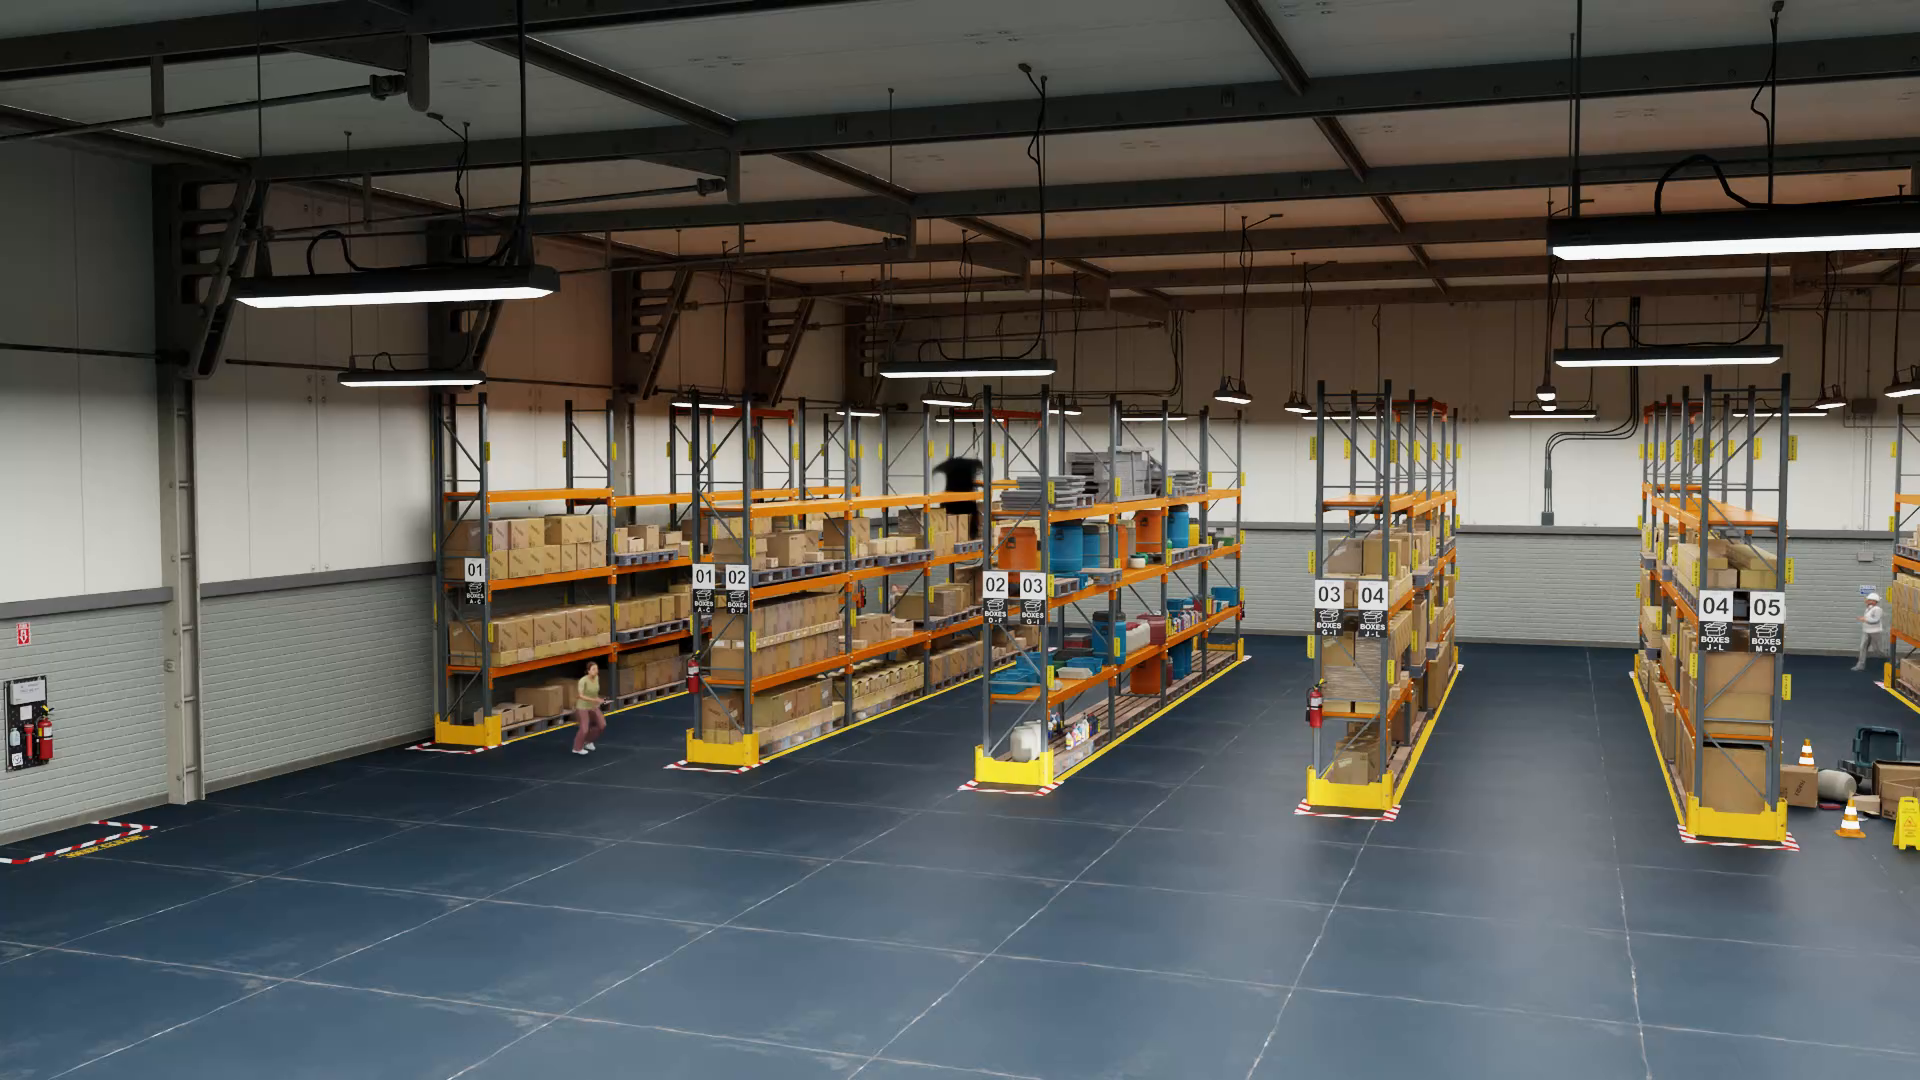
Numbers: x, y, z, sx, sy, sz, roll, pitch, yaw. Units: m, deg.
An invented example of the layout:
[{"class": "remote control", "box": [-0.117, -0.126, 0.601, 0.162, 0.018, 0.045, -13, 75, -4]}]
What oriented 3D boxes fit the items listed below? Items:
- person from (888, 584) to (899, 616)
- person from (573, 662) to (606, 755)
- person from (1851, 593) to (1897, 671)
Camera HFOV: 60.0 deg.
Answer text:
[{"class": "person", "box": [-1.570, 1.925, 42.424, 0.618, 1.586, 0.640, 0, 3, 4]}, {"class": "person", "box": [-6.106, 2.768, 27.367, 0.778, 1.567, 0.575, 2, 4, 38]}, {"class": "person", "box": [20.678, 2.085, 37.615, 0.967, 1.762, 0.654, 0, 3, 4]}]
